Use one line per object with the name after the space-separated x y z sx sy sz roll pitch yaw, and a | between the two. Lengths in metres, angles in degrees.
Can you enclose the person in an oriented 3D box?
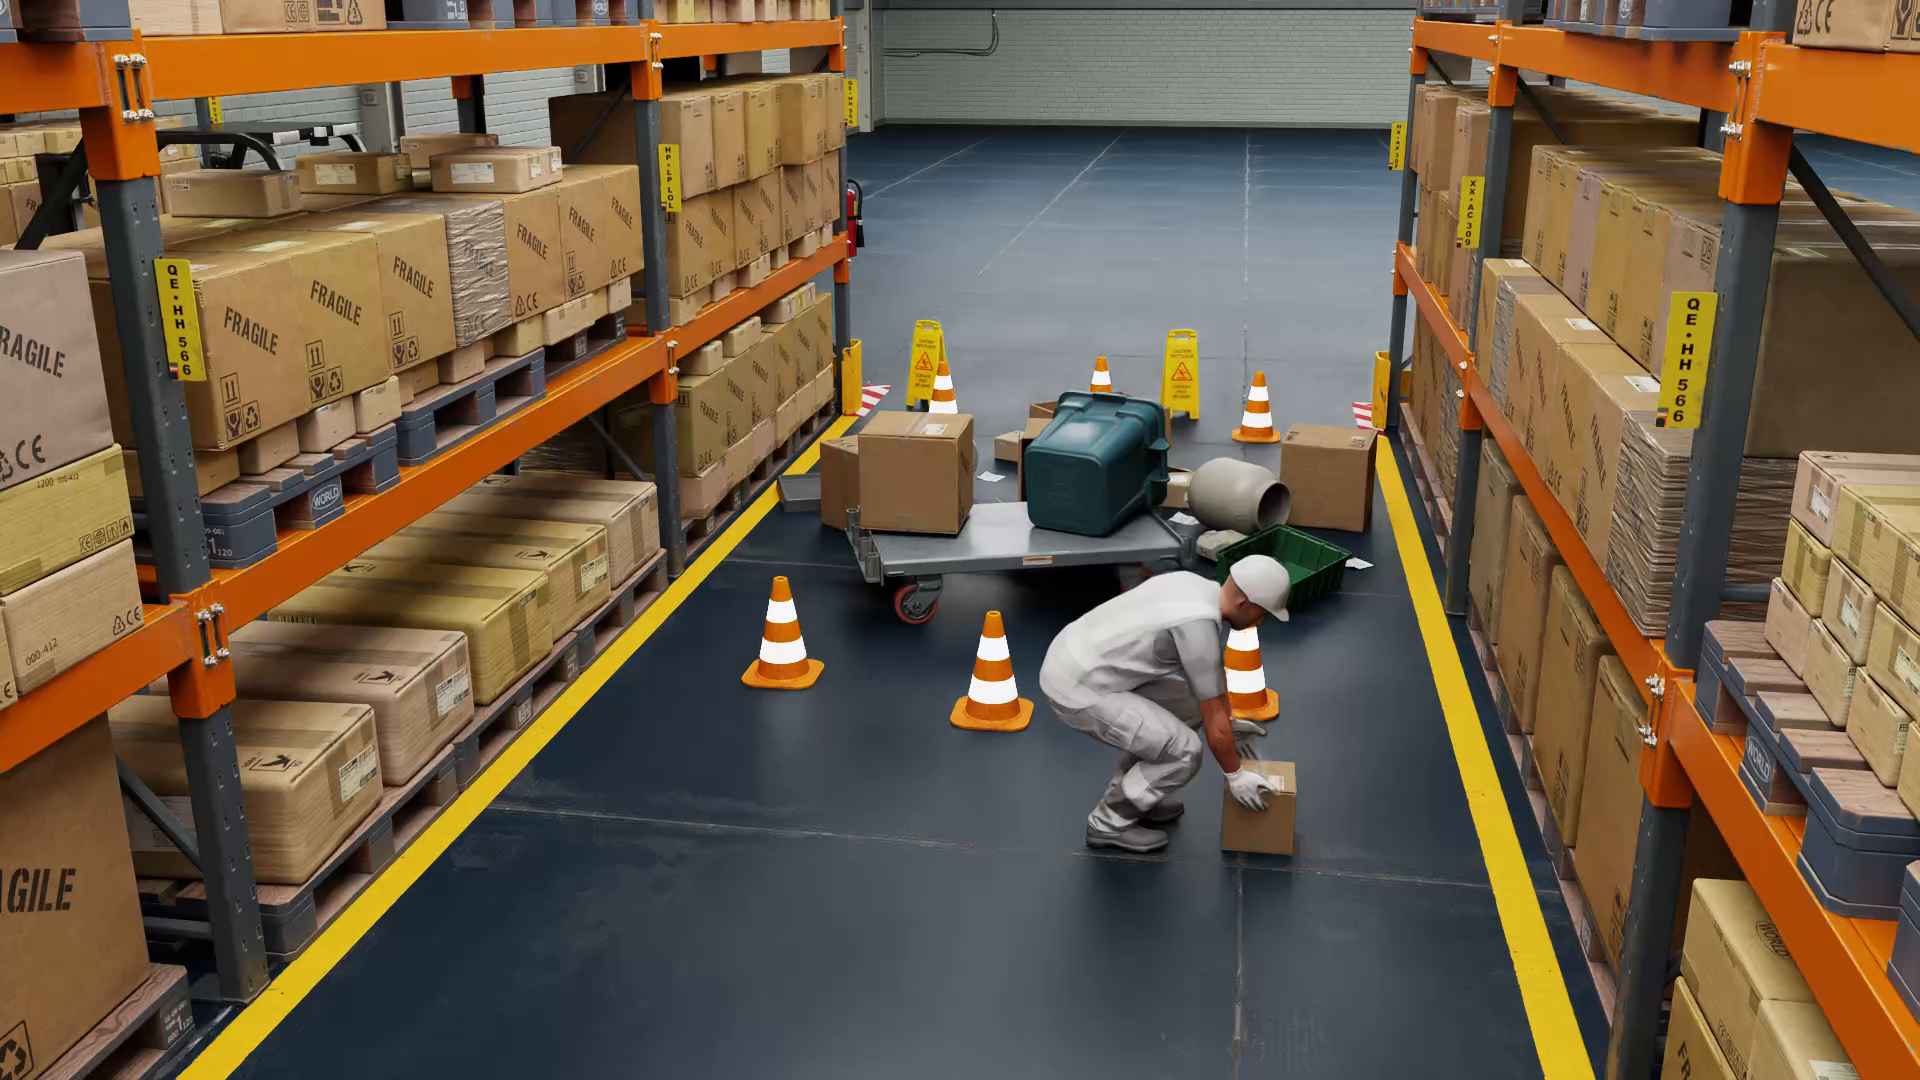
0.724 0.552 5.979 0.870 1.065 0.578 3 18 9 | person
